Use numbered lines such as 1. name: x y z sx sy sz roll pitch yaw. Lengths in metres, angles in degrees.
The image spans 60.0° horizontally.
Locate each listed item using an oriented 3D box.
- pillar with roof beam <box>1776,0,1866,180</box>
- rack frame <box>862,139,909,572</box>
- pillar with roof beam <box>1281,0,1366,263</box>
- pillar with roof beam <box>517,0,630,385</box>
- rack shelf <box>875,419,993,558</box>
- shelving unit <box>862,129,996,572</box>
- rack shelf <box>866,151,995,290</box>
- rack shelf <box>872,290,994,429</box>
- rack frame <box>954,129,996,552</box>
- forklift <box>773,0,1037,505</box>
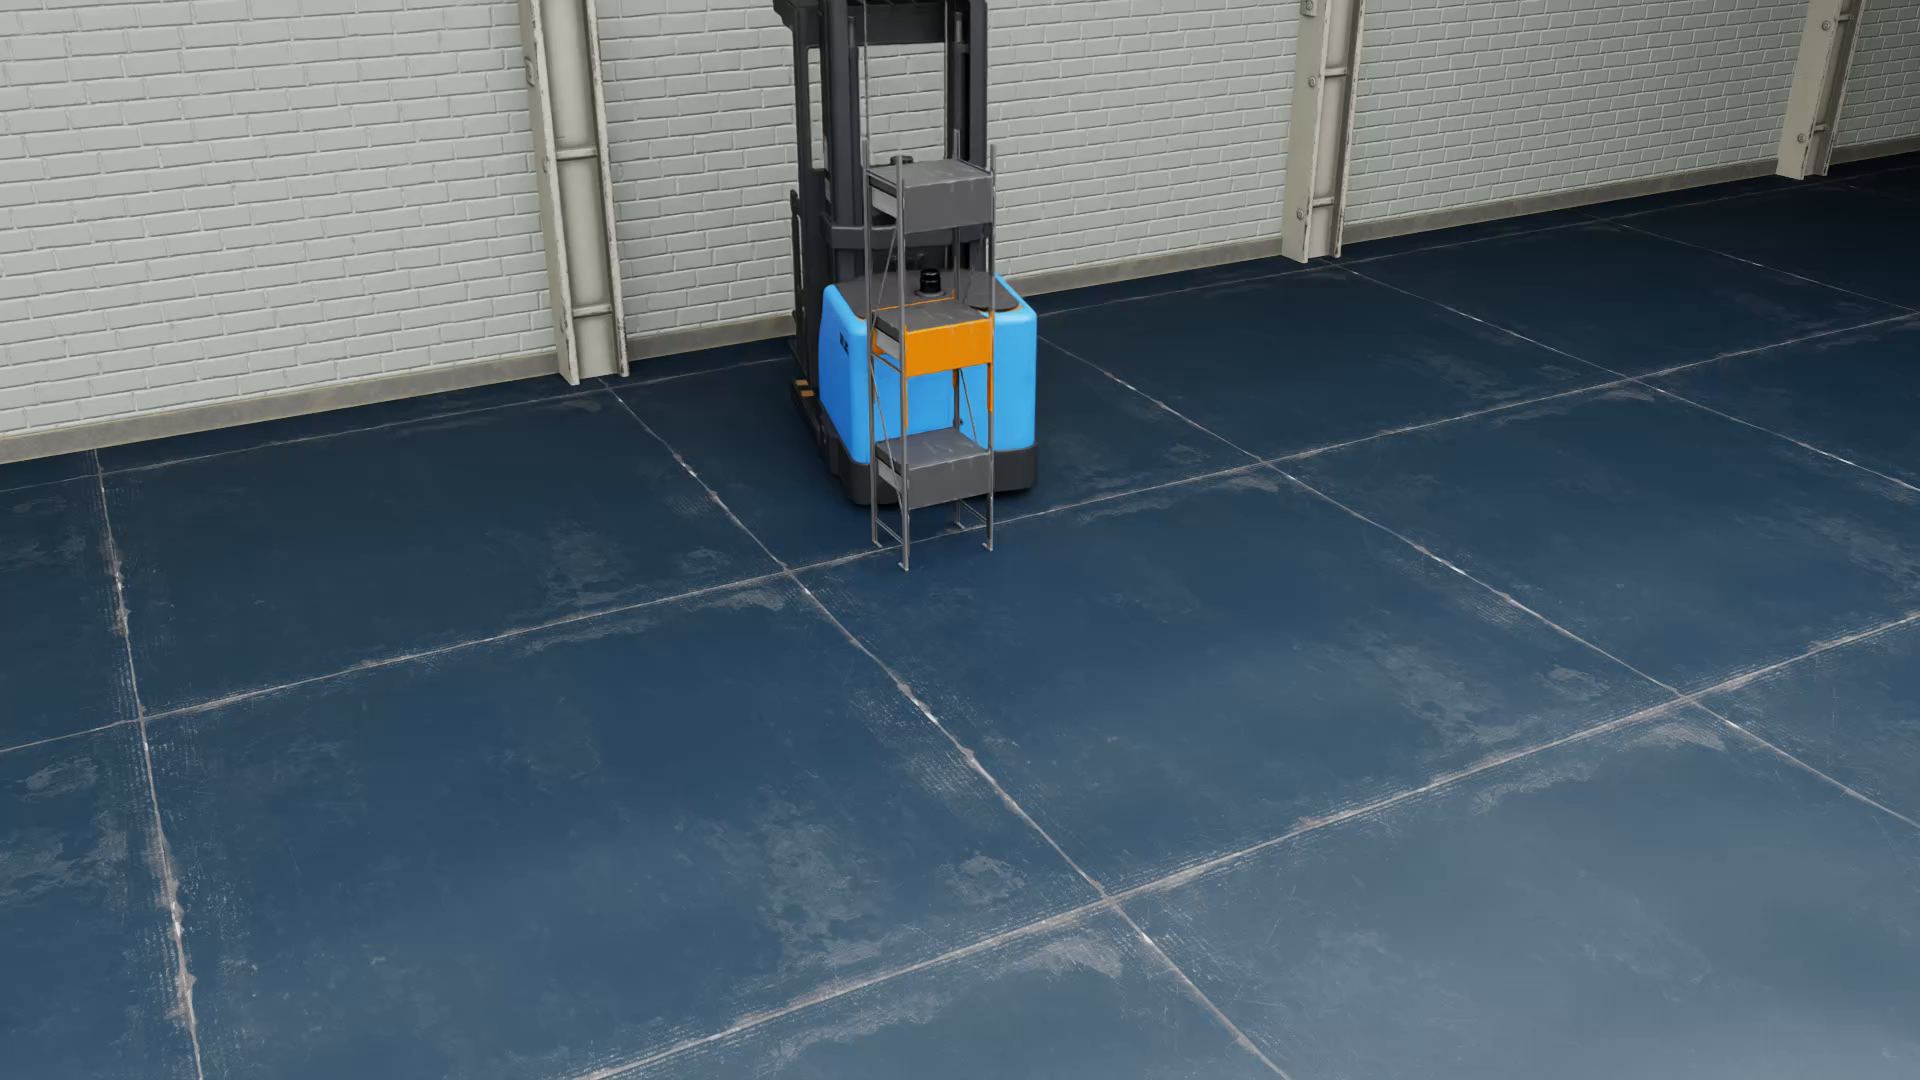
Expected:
1. pillar with roof beam: 10.181 -5.965 10.776 0.400 9.000 9.100 -13 29 -25
2. rack frame: -0.361 -0.863 8.122 0.015 2.100 0.400 -13 29 -25
3. pillar with roof beam: 4.887 -4.743 8.231 0.400 9.000 9.100 -13 29 -25
4. pillar with roof beam: -0.407 -3.521 5.686 0.400 9.000 9.100 -13 29 -25
5. rack shelf: -0.146 -0.270 8.534 0.480 0.518 0.431 -13 29 -25
6. shelving unit: -0.146 -0.913 8.225 0.503 2.100 0.431 -13 29 -25
7. rack shelf: -0.146 -1.532 7.928 0.480 0.518 0.431 -13 29 -25
8. rack shelf: -0.146 -0.901 8.231 0.480 0.518 0.431 -13 29 -25
9. rack frame: 0.069 -0.963 8.329 0.015 2.100 0.400 -13 29 -25
10. forklift: -0.447 -2.123 9.786 1.130 2.935 3.031 -7 26 -13
